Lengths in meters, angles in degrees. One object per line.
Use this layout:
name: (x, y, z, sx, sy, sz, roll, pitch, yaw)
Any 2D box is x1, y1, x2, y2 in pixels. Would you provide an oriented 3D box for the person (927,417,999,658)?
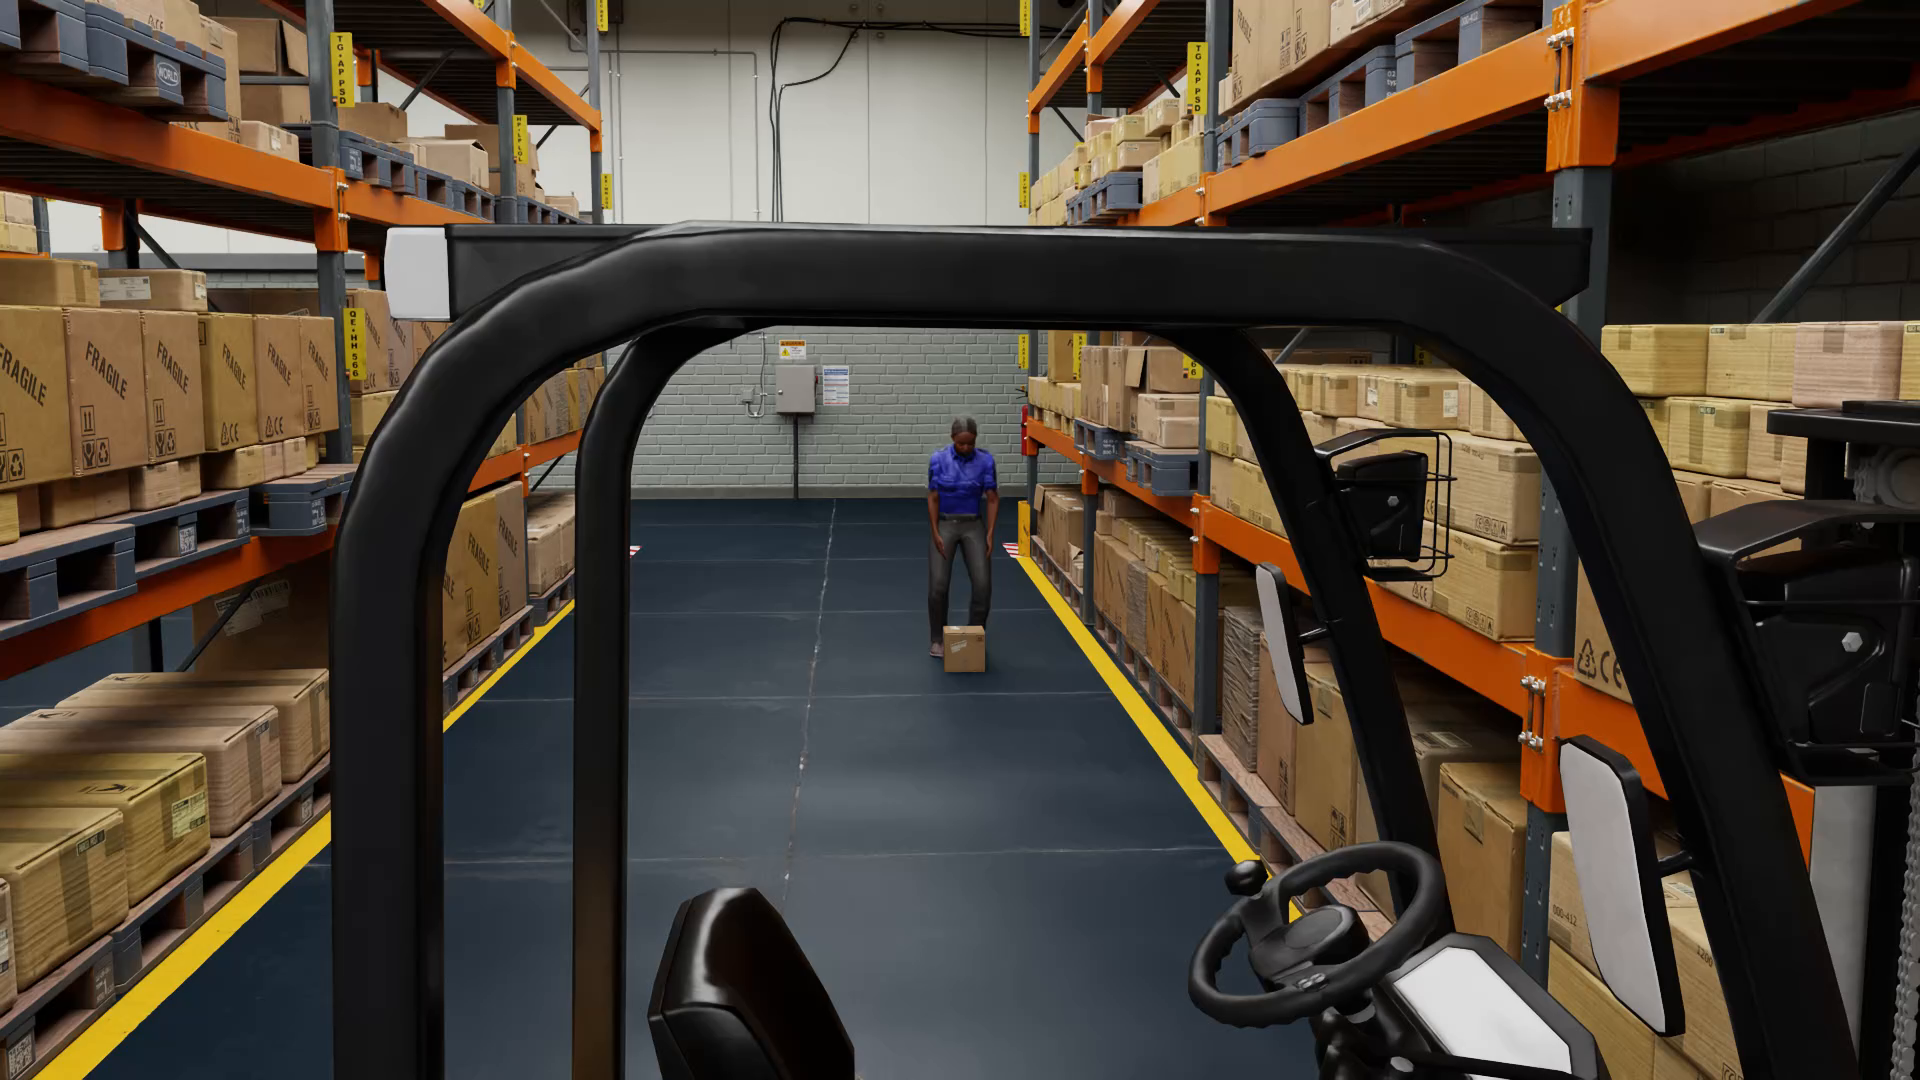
person: (0.021, -0.023, 10.860, 0.469, 1.575, 0.430, 0, 7, -2)
